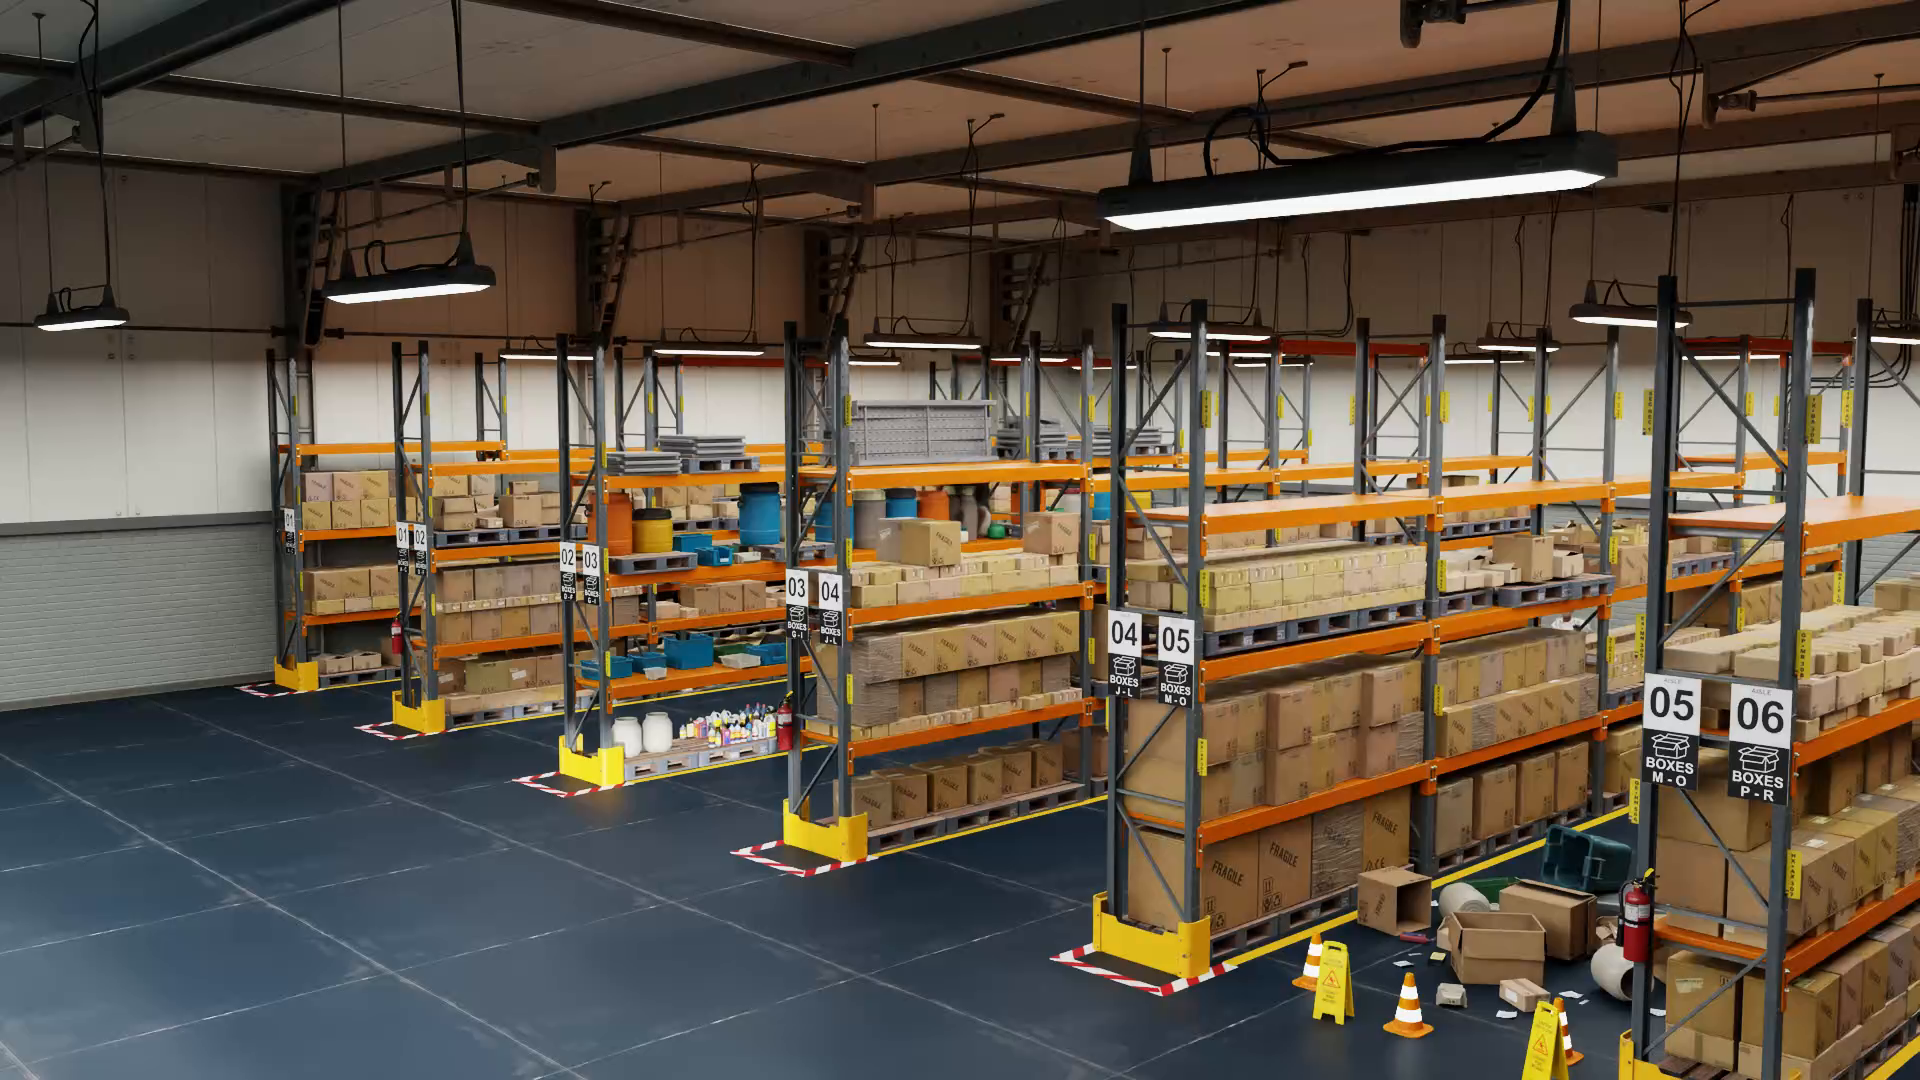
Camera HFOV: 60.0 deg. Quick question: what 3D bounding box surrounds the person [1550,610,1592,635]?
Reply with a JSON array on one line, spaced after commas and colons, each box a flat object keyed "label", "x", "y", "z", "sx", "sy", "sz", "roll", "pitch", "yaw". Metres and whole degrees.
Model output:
[{"label": "person", "x": 10.095, "y": 1.902, "z": 27.626, "sx": 0.681, "sy": 1.756, "sz": 0.623, "roll": 3, "pitch": 6, "yaw": 34}]
